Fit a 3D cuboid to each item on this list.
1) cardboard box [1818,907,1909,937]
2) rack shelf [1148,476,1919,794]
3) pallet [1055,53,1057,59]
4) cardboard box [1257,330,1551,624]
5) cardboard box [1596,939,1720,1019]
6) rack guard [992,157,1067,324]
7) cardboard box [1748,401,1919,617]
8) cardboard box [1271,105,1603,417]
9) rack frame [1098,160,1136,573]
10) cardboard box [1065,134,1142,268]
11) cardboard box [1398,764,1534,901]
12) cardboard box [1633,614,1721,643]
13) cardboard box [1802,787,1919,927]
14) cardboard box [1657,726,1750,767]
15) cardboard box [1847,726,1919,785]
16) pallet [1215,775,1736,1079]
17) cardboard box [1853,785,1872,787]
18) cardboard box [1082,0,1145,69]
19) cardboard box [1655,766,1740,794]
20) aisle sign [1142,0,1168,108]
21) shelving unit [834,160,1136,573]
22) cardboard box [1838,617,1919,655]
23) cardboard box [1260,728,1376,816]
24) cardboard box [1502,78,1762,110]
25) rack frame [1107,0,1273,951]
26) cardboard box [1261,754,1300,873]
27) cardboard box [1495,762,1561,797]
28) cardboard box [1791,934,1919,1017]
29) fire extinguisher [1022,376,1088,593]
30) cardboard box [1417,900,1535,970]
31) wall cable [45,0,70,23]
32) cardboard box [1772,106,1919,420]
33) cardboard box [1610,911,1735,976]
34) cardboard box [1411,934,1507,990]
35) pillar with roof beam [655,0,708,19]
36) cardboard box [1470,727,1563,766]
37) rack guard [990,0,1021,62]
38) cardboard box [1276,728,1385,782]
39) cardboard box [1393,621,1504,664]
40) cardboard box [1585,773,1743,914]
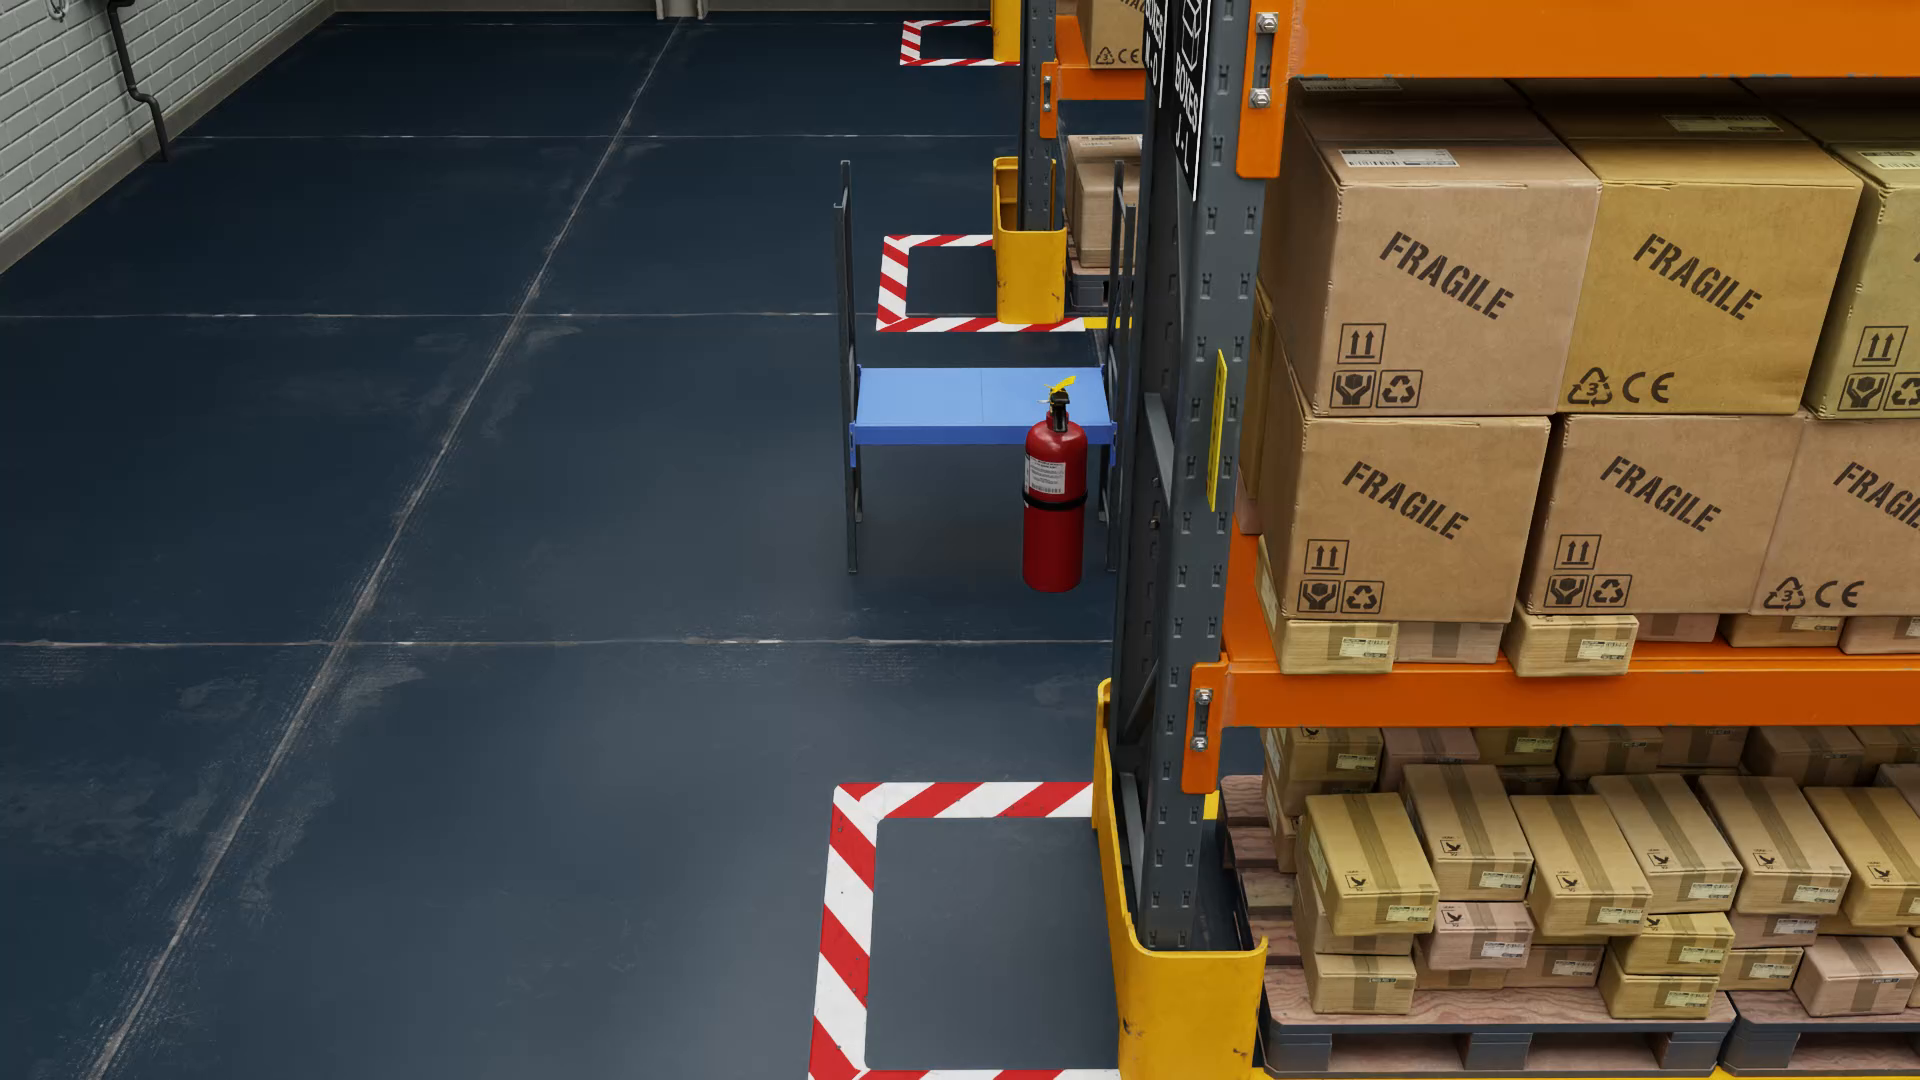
[{"bbox_3d":[2.355,0.876,4.471,0.250,0.149,0.380,1,31,2],"label":"cardboard box"},{"bbox_3d":[2.518,0.169,4.274,4.000,0.370,1.077,0,31,0],"label":"rack shelf"},{"bbox_3d":[1.227,-4.085,13.280,1.213,0.211,1.003,0,31,0],"label":"pallet"},{"bbox_3d":[0.969,-0.161,3.740,0.500,0.500,0.500,1,31,2],"label":"cardboard box"},{"bbox_3d":[1.810,1.080,4.422,0.250,0.149,0.380,0,31,0],"label":"cardboard box"},{"bbox_3d":[0.363,-1.631,8.956,0.348,0.500,1.175,0,31,0],"label":"rack guard"},{"bbox_3d":[1.994,-0.170,3.756,0.500,0.500,0.500,0,31,0],"label":"cardboard box"},{"bbox_3d":[0.969,-0.594,3.490,0.500,0.500,0.500,0,31,-1],"label":"cardboard box"},{"bbox_3d":[0.594,-0.643,6.364,0.032,1.500,0.500,0,31,0],"label":"rack frame"},{"bbox_3d":[1.047,-1.838,8.953,0.875,0.438,0.875,-1,31,-2],"label":"cardboard box"},{"bbox_3d":[1.319,0.764,4.369,0.250,0.149,0.380,0,31,1],"label":"cardboard box"},{"bbox_3d":[1.626,0.077,3.974,0.250,0.149,0.380,1,31,2],"label":"cardboard box"},{"bbox_3d":[2.360,0.813,4.289,0.250,0.149,0.380,0,31,0],"label":"cardboard box"},{"bbox_3d":[2.083,0.484,4.831,0.250,0.149,0.380,1,31,2],"label":"cardboard box"},{"bbox_3d":[2.609,0.525,4.763,0.250,0.149,0.380,0,31,0],"label":"cardboard box"},{"bbox_3d":[1.407,1.075,4.774,1.213,0.211,1.003,0,31,0],"label":"pallet"},{"bbox_3d":[2.613,0.613,4.905,0.250,0.149,0.380,0,31,0],"label":"cardboard box"},{"bbox_3d":[0.869,-2.595,8.039,0.500,0.500,0.500,0,31,-1],"label":"cardboard box"},{"bbox_3d":[2.081,0.619,4.895,0.250,0.149,0.380,0,31,0],"label":"cardboard box"},{"bbox_3d":[0.443,-1.399,3.659,0.004,0.787,0.394,0,31,0],"label":"aisle sign"},{"bbox_3d":[0.085,-0.641,6.361,1.048,1.500,0.538,0,31,0],"label":"shelving unit"},{"bbox_3d":[2.144,0.102,3.932,0.250,0.149,0.380,-1,31,-1],"label":"cardboard box"},{"bbox_3d":[1.044,0.630,4.877,0.250,0.149,0.380,-1,31,-2],"label":"cardboard box"},{"bbox_3d":[1.481,-0.862,3.932,0.500,0.500,0.500,-1,31,-2],"label":"cardboard box"},{"bbox_3d":[0.518,-0.133,4.077,0.127,3.000,1.000,0,31,0],"label":"rack frame"},{"bbox_3d":[1.043,0.797,4.888,0.250,0.149,0.380,0,31,1],"label":"cardboard box"},{"bbox_3d":[1.564,0.627,4.881,0.250,0.149,0.380,-1,31,-2],"label":"cardboard box"},{"bbox_3d":[2.314,1.074,4.432,0.250,0.149,0.380,-2,31,-3],"label":"cardboard box"},{"bbox_3d":[0.263,-0.179,4.587,0.183,0.674,0.296,0,31,0],"label":"fire extinguisher"},{"bbox_3d":[1.318,0.940,4.366,0.250,0.149,0.380,0,31,-1],"label":"cardboard box"},{"bbox_3d":[-5.272,-3.840,9.208,0.122,1.984,0.588,0,31,0],"label":"wall cable"},{"bbox_3d":[1.993,-0.589,3.481,0.500,0.500,0.500,-1,31,-1],"label":"cardboard box"},{"bbox_3d":[1.819,0.948,4.352,0.250,0.149,0.380,1,31,1],"label":"cardboard box"},{"bbox_3d":[1.305,1.028,4.508,0.250,0.149,0.380,0,31,0],"label":"cardboard box"},{"bbox_3d":[-2.322,-6.065,8.072,0.400,9.000,9.100,0,31,0],"label":"pillar with roof beam"},{"bbox_3d":[1.556,0.482,4.834,0.250,0.149,0.380,-1,31,-1],"label":"cardboard box"},{"bbox_3d":[0.429,-4.206,13.200,0.348,0.500,1.175,0,31,0],"label":"rack guard"},{"bbox_3d":[1.046,0.519,4.772,0.250,0.149,0.380,0,31,0],"label":"cardboard box"},{"bbox_3d":[1.098,0.122,3.900,0.250,0.149,0.380,1,31,1],"label":"cardboard box"},{"bbox_3d":[1.819,0.786,4.333,0.250,0.149,0.380,-2,31,-3],"label":"cardboard box"}]
